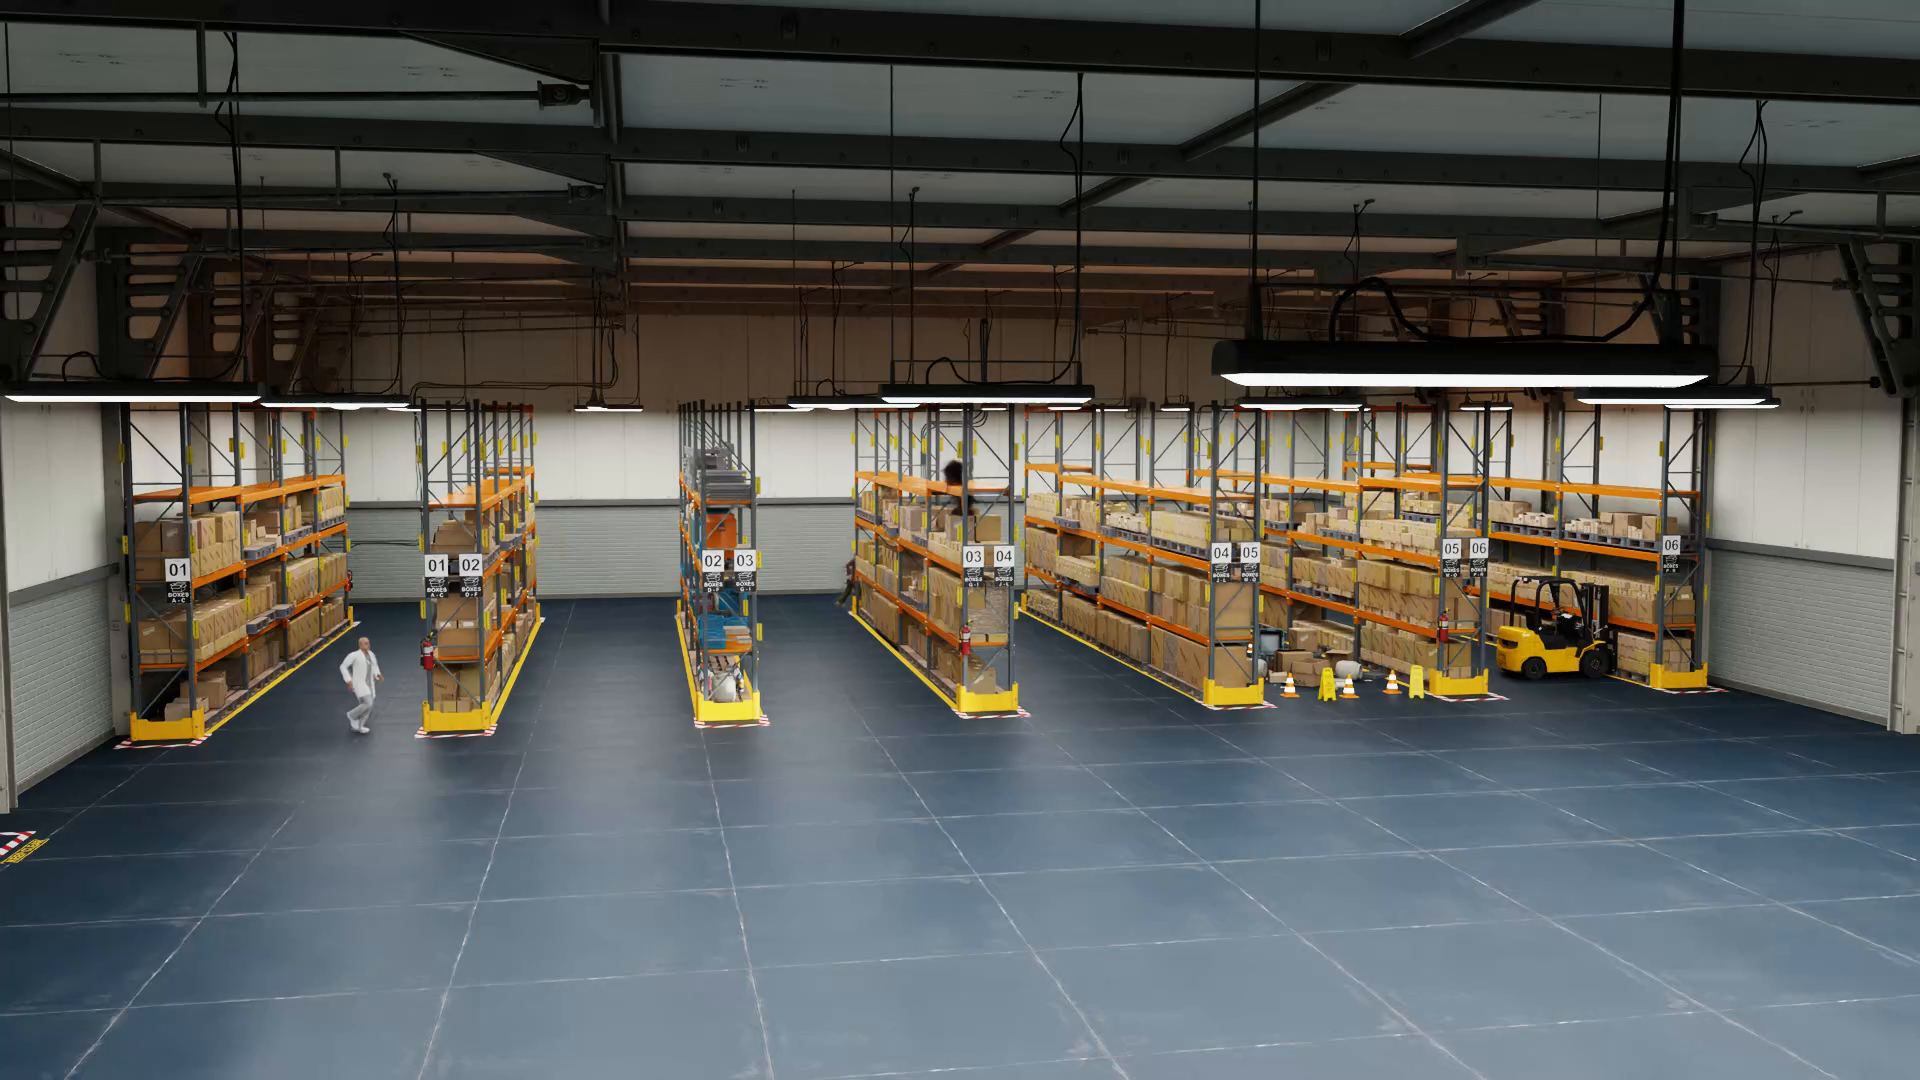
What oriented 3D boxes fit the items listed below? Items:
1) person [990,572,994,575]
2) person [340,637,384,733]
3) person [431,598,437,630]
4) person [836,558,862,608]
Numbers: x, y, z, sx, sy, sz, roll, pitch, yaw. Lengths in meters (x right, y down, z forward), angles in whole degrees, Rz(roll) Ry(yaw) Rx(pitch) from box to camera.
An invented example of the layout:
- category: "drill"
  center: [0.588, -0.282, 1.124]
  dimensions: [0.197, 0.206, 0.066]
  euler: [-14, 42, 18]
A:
- category: "person"
  center: [1.162, 1.364, 46.711]
  dimensions: [0.674, 1.706, 0.759]
  euler: [-1, 5, -19]
- category: "person"
  center: [-10.671, 2.607, 29.796]
  dimensions: [0.691, 1.728, 0.699]
  euler: [2, 5, 27]
- category: "person"
  center: [-13.706, 1.585, 43.623]
  dimensions: [0.681, 1.749, 0.997]
  euler: [-2, 5, -26]
- category: "person"
  center: [-3.104, 1.206, 48.739]
  dimensions: [1.096, 1.659, 0.674]
  euler: [0, 4, 0]
